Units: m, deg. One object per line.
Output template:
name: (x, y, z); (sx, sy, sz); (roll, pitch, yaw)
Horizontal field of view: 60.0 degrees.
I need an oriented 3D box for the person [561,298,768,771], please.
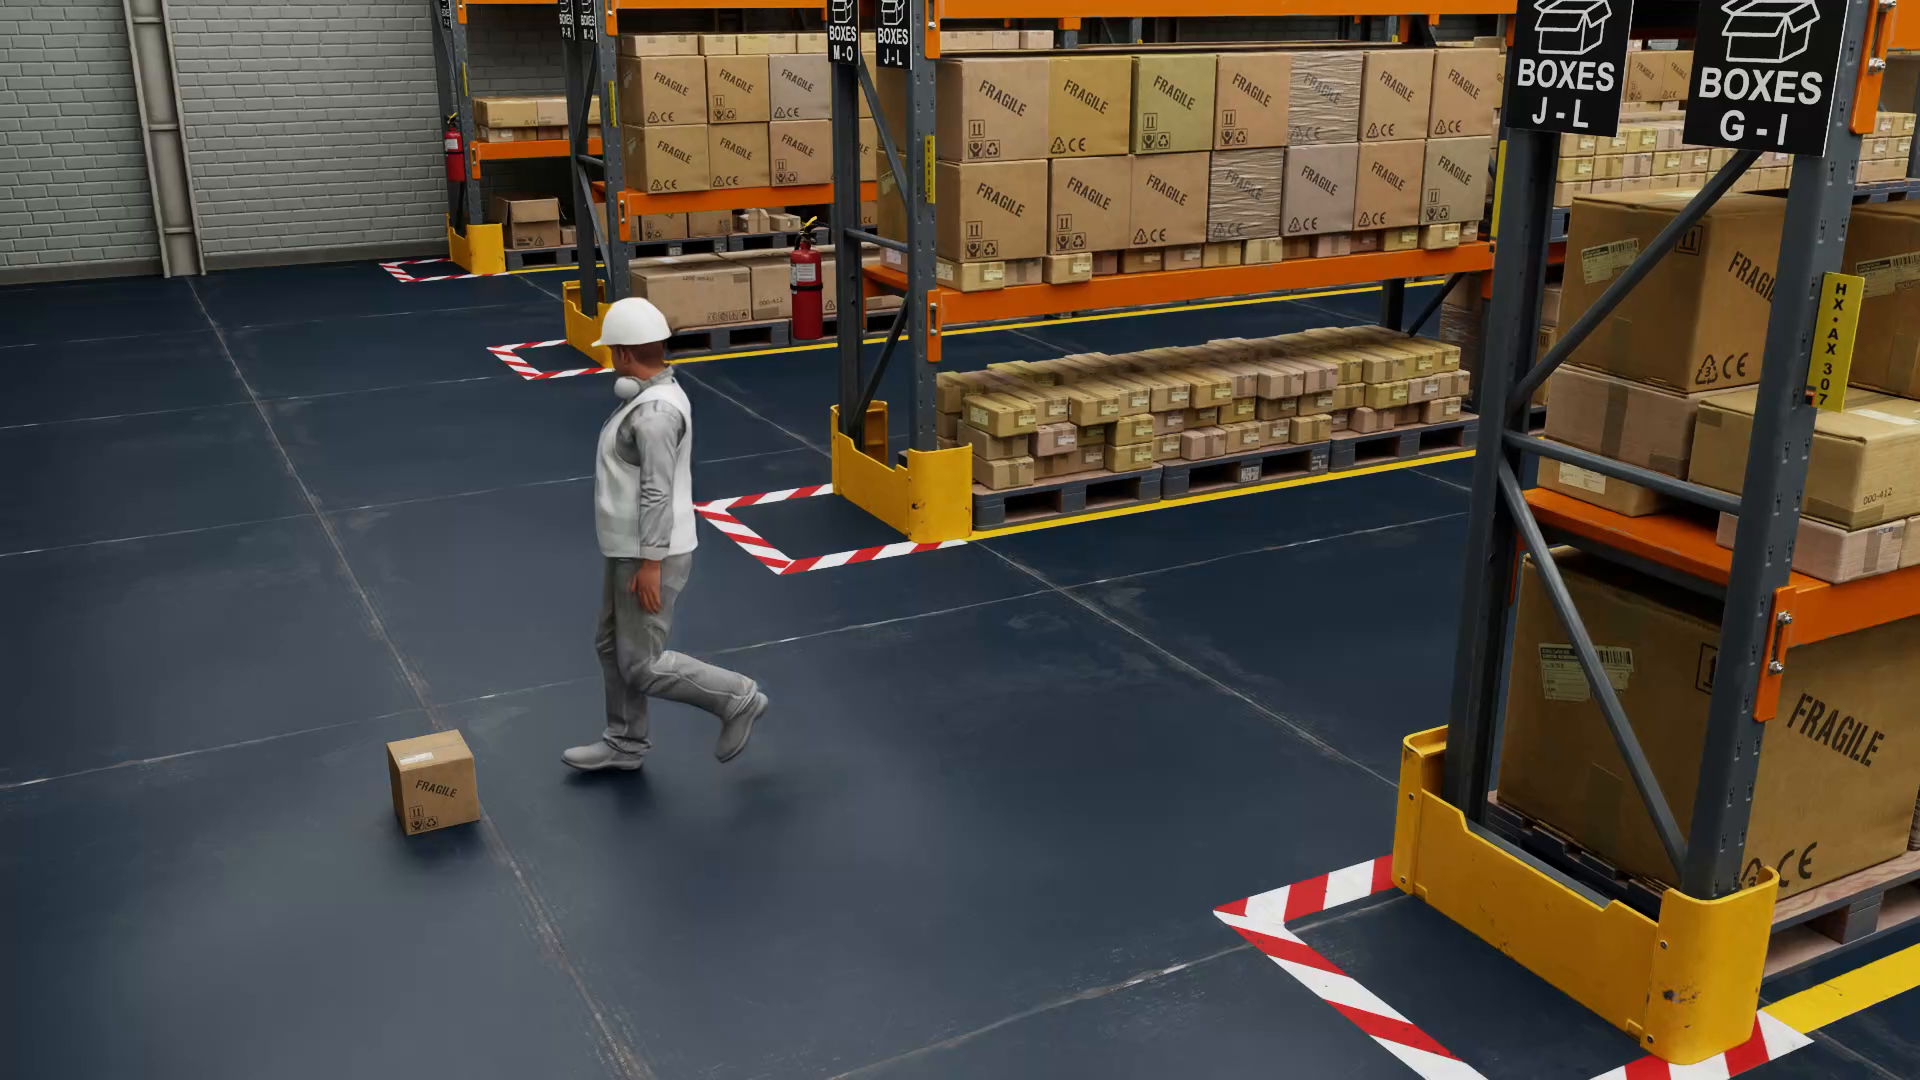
person: (-1.099, 0.018, 5.945); (0.761, 1.759, 0.568); (-4, 19, -12)
